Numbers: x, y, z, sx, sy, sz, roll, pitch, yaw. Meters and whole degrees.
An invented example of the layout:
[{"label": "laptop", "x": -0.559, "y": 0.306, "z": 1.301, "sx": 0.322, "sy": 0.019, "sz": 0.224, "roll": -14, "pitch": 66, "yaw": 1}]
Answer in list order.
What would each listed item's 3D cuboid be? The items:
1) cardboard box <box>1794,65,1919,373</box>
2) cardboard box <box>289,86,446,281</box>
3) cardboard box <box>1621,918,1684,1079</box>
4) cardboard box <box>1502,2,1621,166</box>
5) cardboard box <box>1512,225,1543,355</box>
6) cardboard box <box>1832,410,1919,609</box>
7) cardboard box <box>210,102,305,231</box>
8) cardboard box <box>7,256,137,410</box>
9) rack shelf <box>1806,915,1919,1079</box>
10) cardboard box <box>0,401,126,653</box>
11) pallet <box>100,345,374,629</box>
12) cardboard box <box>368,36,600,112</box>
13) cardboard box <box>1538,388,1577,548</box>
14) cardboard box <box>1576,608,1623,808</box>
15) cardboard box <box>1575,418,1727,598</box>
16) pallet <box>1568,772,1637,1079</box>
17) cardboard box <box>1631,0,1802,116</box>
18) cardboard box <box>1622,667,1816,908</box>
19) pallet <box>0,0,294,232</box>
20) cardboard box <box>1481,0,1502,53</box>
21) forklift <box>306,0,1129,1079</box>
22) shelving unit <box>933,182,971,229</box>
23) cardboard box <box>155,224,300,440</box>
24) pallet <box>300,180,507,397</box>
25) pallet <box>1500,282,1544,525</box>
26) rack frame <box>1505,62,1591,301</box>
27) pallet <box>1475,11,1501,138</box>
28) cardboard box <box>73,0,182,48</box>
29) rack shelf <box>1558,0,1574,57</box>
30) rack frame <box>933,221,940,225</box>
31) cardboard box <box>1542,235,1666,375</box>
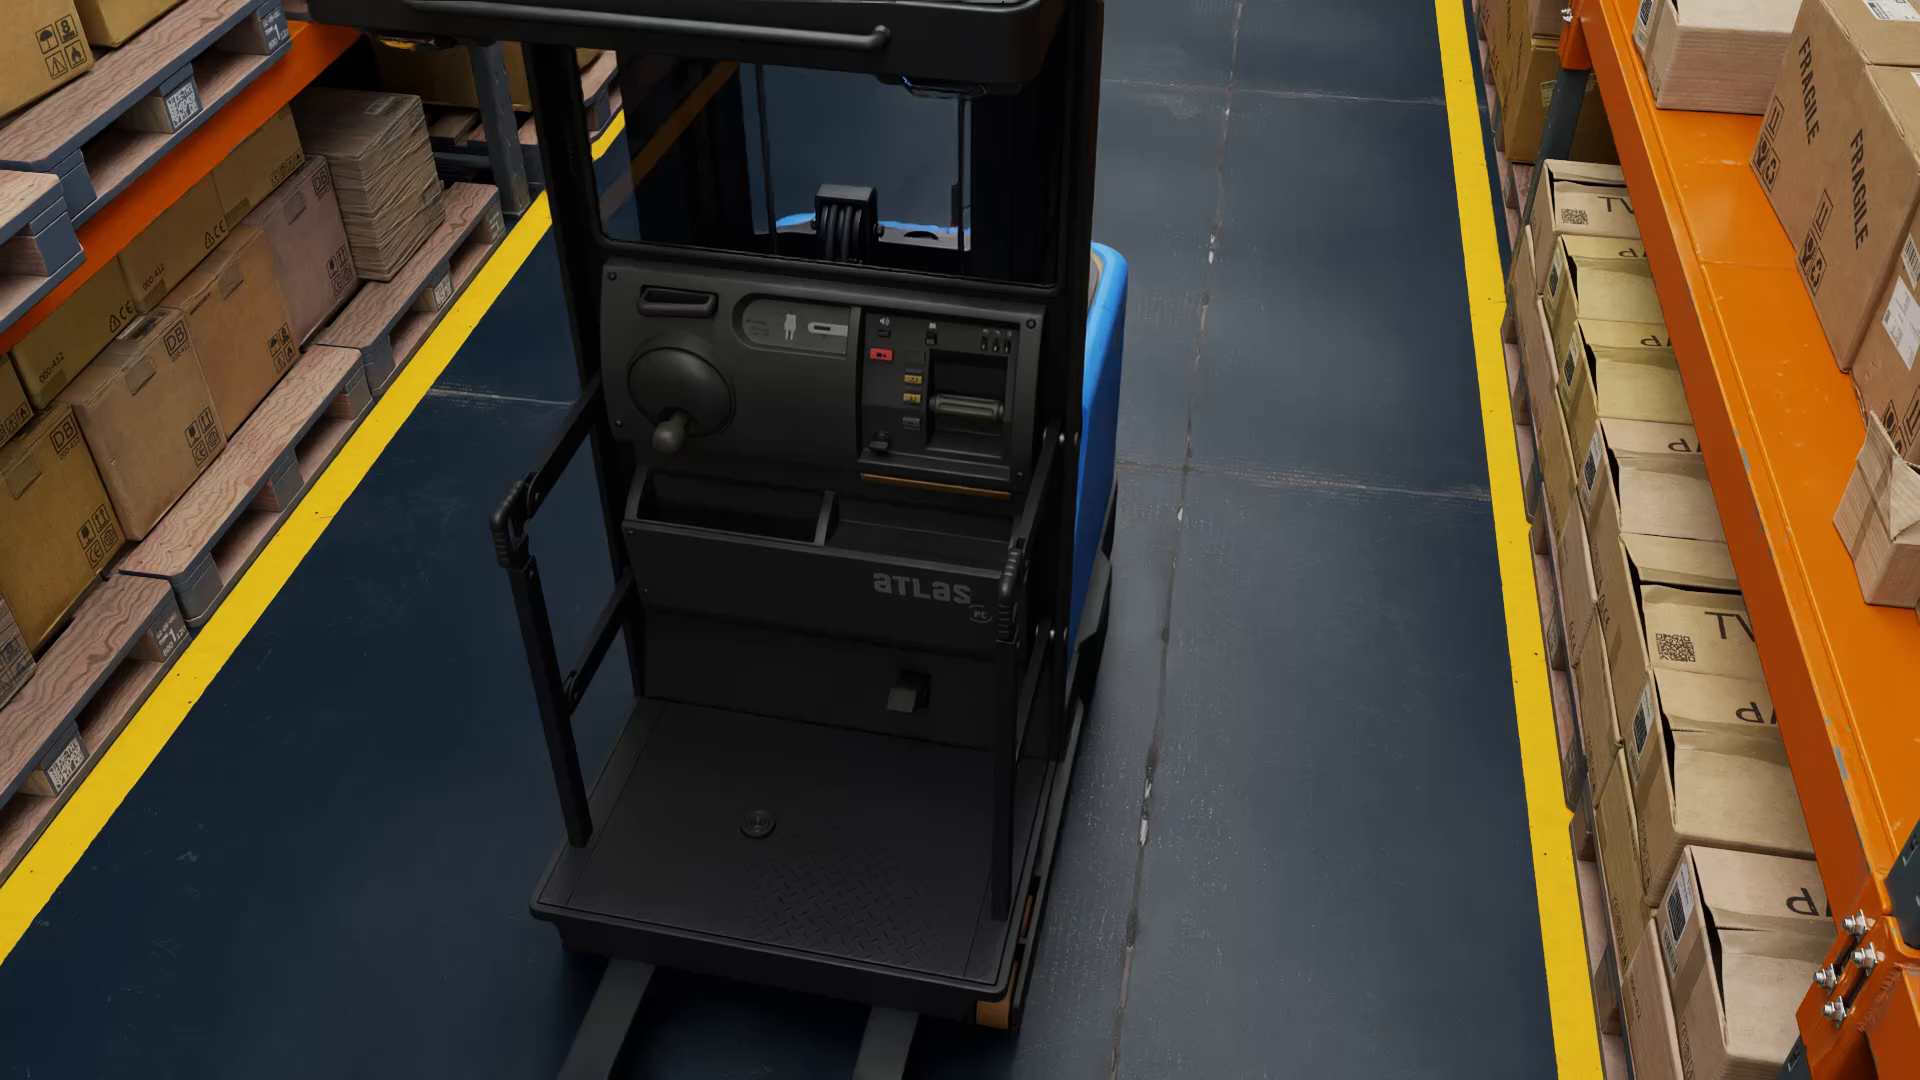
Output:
[{"label": "cardboard box", "x": 2.221, "y": -0.686, "z": 3.647, "sx": 0.500, "sy": 0.500, "sz": 0.500, "roll": 6, "pitch": 40, "yaw": 8}, {"label": "cardboard box", "x": -2.367, "y": -1.325, "z": 6.115, "sx": 0.700, "sy": 0.500, "sz": 0.500, "roll": 7, "pitch": 40, "yaw": 8}, {"label": "cardboard box", "x": 1.680, "y": 1.083, "z": 3.414, "sx": 0.500, "sy": 0.250, "sz": 0.500, "roll": 6, "pitch": 40, "yaw": 7}, {"label": "cardboard box", "x": 2.517, "y": -1.852, "z": 6.752, "sx": 0.500, "sy": 0.500, "sz": 0.500, "roll": 8, "pitch": 40, "yaw": 9}, {"label": "cardboard box", "x": 2.206, "y": -0.839, "z": 5.739, "sx": 0.500, "sy": 0.250, "sz": 0.500, "roll": 6, "pitch": 40, "yaw": 8}, {"label": "cardboard box", "x": 1.865, "y": -0.043, "z": 3.053, "sx": 0.396, "sy": 0.266, "sz": 0.258, "roll": 5, "pitch": 40, "yaw": 7}, {"label": "cardboard box", "x": -2.527, "y": -1.263, "z": 5.452, "sx": 0.500, "sy": 0.250, "sz": 0.500, "roll": 7, "pitch": 40, "yaw": 9}, {"label": "cardboard box", "x": -2.715, "y": -0.629, "z": 4.685, "sx": 0.500, "sy": 0.250, "sz": 0.500, "roll": 5, "pitch": 40, "yaw": 6}, {"label": "rack shelf", "x": 1.548, "y": 2.010, "z": 1.029, "sx": 1.077, "sy": 0.370, "sz": 4.000, "roll": 6, "pitch": 40, "yaw": 8}, {"label": "cardboard box", "x": -2.835, "y": -0.066, "z": 4.592, "sx": 0.700, "sy": 0.500, "sz": 0.500, "roll": 6, "pitch": 40, "yaw": 7}, {"label": "pallet", "x": -2.644, "y": -0.248, "z": 5.385, "sx": 1.003, "sy": 0.211, "sz": 1.213, "roll": 6, "pitch": 40, "yaw": 8}, {"label": "cardboard box", "x": -2.037, "y": -2.357, "z": 7.104, "sx": 0.750, "sy": 0.750, "sz": 0.750, "roll": 6, "pitch": 40, "yaw": 7}, {"label": "cardboard box", "x": 2.036, "y": -0.196, "z": 4.961, "sx": 0.500, "sy": 0.250, "sz": 0.500, "roll": 5, "pitch": 40, "yaw": 6}, {"label": "cardboard box", "x": 1.858, "y": 0.445, "z": 4.186, "sx": 0.500, "sy": 0.250, "sz": 0.500, "roll": 7, "pitch": 40, "yaw": 9}, {"label": "cardboard box", "x": 1.945, "y": -0.082, "z": 4.383, "sx": 0.500, "sy": 0.311, "sz": 0.500, "roll": 6, "pitch": 40, "yaw": 7}, {"label": "pallet", "x": 1.983, "y": 1.086, "z": 3.771, "sx": 1.003, "sy": 0.211, "sz": 1.213, "roll": 6, "pitch": 40, "yaw": 8}, {"label": "cardboard box", "x": 2.241, "y": -1.458, "z": 4.730, "sx": 0.500, "sy": 0.311, "sz": 0.500, "roll": 6, "pitch": 40, "yaw": 7}, {"label": "cardboard box", "x": 1.766, "y": 0.546, "z": 3.623, "sx": 0.500, "sy": 0.311, "sz": 0.500, "roll": 7, "pitch": 40, "yaw": 9}, {"label": "pallet", "x": -2.596, "y": -1.256, "z": 4.565, "sx": 1.003, "sy": 0.211, "sz": 1.213, "roll": 6, "pitch": 40, "yaw": 8}, {"label": "cardboard box", "x": 2.691, "y": -2.507, "z": 7.544, "sx": 0.500, "sy": 0.500, "sz": 0.500, "roll": 5, "pitch": 40, "yaw": 6}, {"label": "forklift", "x": -0.337, "y": -0.260, "z": 3.264, "sx": 1.130, "sy": 2.935, "sz": 3.031, "roll": 8, "pitch": 40, "yaw": 9}, {"label": "shelving unit", "x": 0.049, "y": -0.554, "z": 5.096, "sx": 0.215, "sy": 1.050, "sz": 0.252, "roll": 8, "pitch": 40, "yaw": 9}, {"label": "cardboard box", "x": -2.628, "y": -0.700, "z": 5.359, "sx": 0.700, "sy": 0.500, "sz": 0.500, "roll": 6, "pitch": 40, "yaw": 7}, {"label": "pallet", "x": -2.430, "y": -1.012, "z": 6.308, "sx": 1.003, "sy": 0.211, "sz": 1.213, "roll": 6, "pitch": 40, "yaw": 8}, {"label": "pallet", "x": 2.405, "y": -0.446, "z": 5.623, "sx": 1.003, "sy": 0.211, "sz": 1.213, "roll": 6, "pitch": 40, "yaw": 8}, {"label": "rack frame", "x": 2.586, "y": -2.033, "z": 5.355, "sx": 1.000, "sy": 3.000, "sz": 0.127, "roll": 6, "pitch": 40, "yaw": 8}, {"label": "pallet", "x": 2.966, "y": -2.186, "z": 7.728, "sx": 1.003, "sy": 0.211, "sz": 1.213, "roll": 6, "pitch": 40, "yaw": 8}, {"label": "cardboard box", "x": -2.559, "y": -1.704, "z": 4.534, "sx": 0.700, "sy": 0.500, "sz": 0.500, "roll": 6, "pitch": 40, "yaw": 8}, {"label": "rack shelf", "x": 2.932, "y": -3.011, "z": 7.102, "sx": 1.077, "sy": 0.370, "sz": 4.000, "roll": 6, "pitch": 40, "yaw": 8}, {"label": "rack frame", "x": 0.023, "y": -0.478, "z": 5.004, "sx": 0.200, "sy": 1.050, "sz": 0.008, "roll": 8, "pitch": 40, "yaw": 9}, {"label": "cardboard box", "x": 2.124, "y": -0.724, "z": 5.160, "sx": 0.500, "sy": 0.311, "sz": 0.500, "roll": 5, "pitch": 40, "yaw": 7}]
